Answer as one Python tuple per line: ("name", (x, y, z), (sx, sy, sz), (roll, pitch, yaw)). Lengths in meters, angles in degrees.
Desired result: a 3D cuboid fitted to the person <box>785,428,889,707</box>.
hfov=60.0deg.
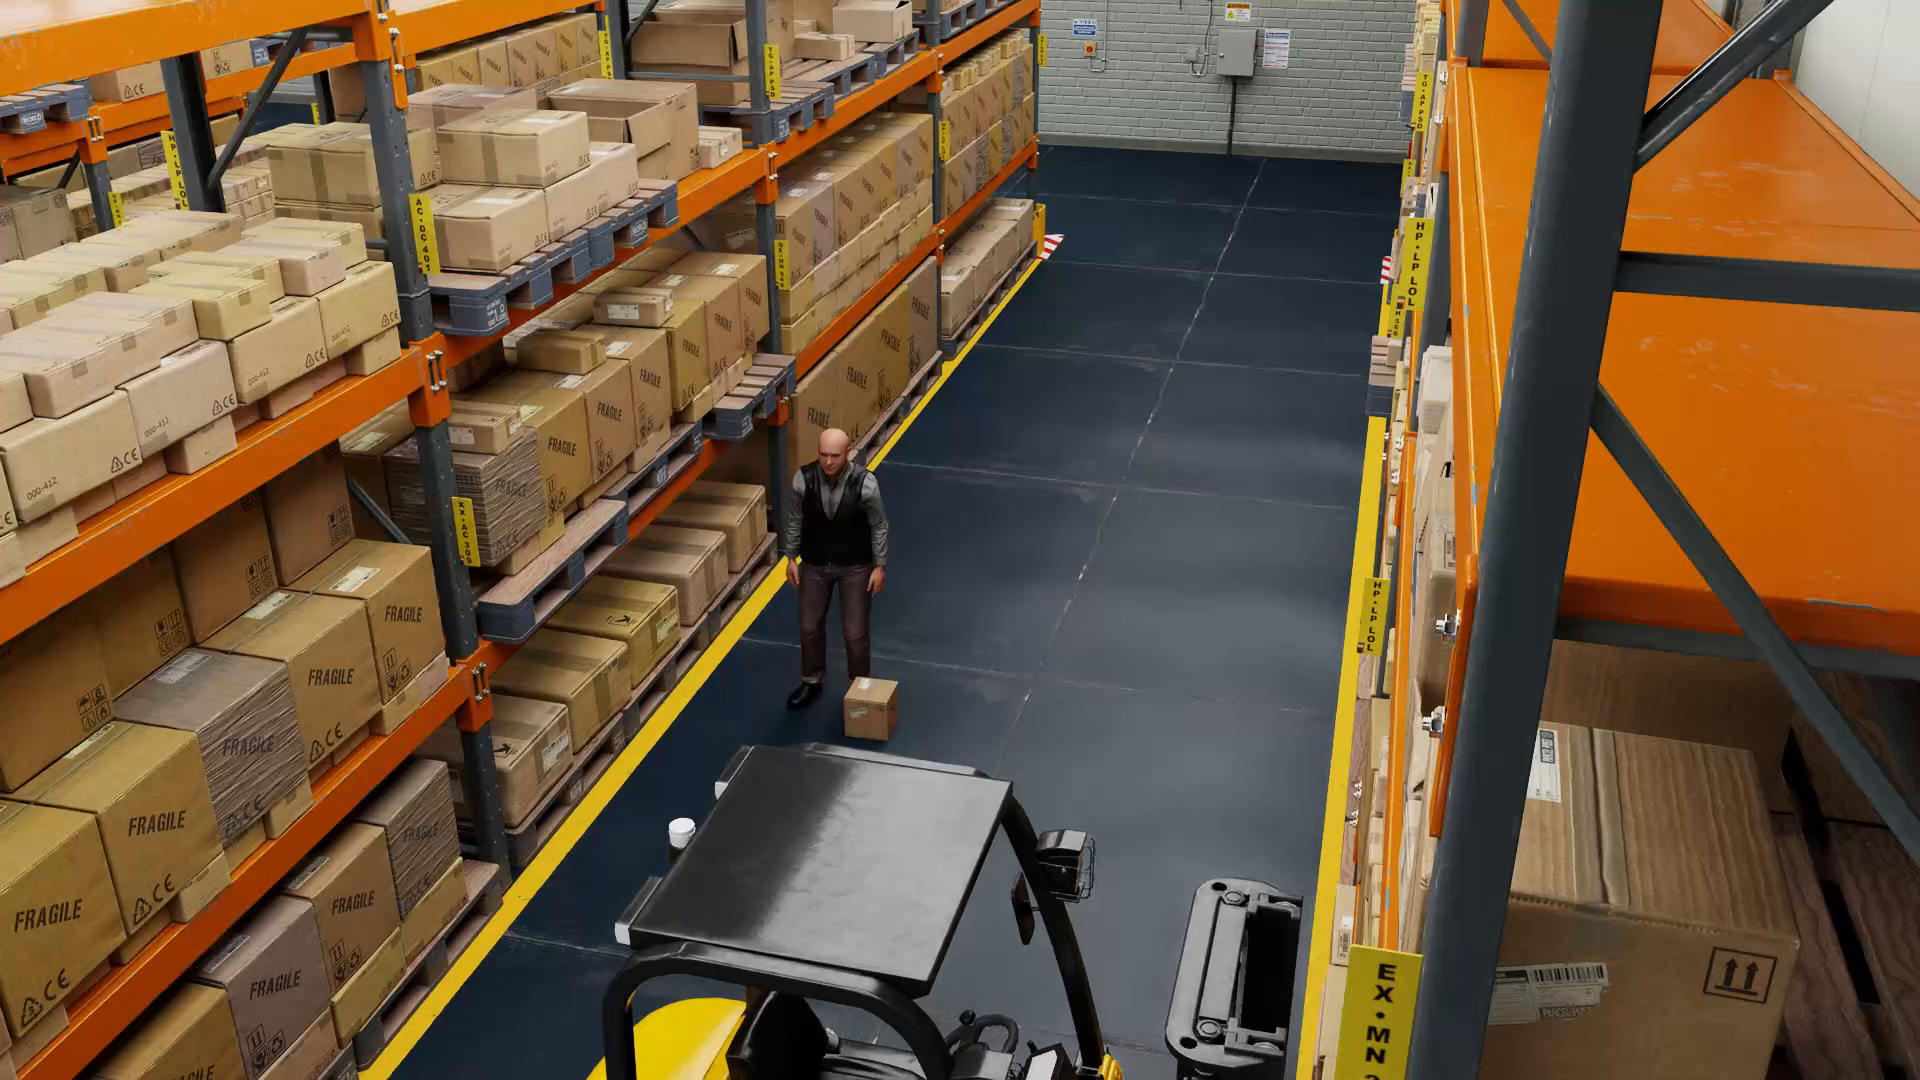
("person", (-0.694, 0.149, 9.423), (0.594, 1.722, 0.412), (5, 26, 10))
